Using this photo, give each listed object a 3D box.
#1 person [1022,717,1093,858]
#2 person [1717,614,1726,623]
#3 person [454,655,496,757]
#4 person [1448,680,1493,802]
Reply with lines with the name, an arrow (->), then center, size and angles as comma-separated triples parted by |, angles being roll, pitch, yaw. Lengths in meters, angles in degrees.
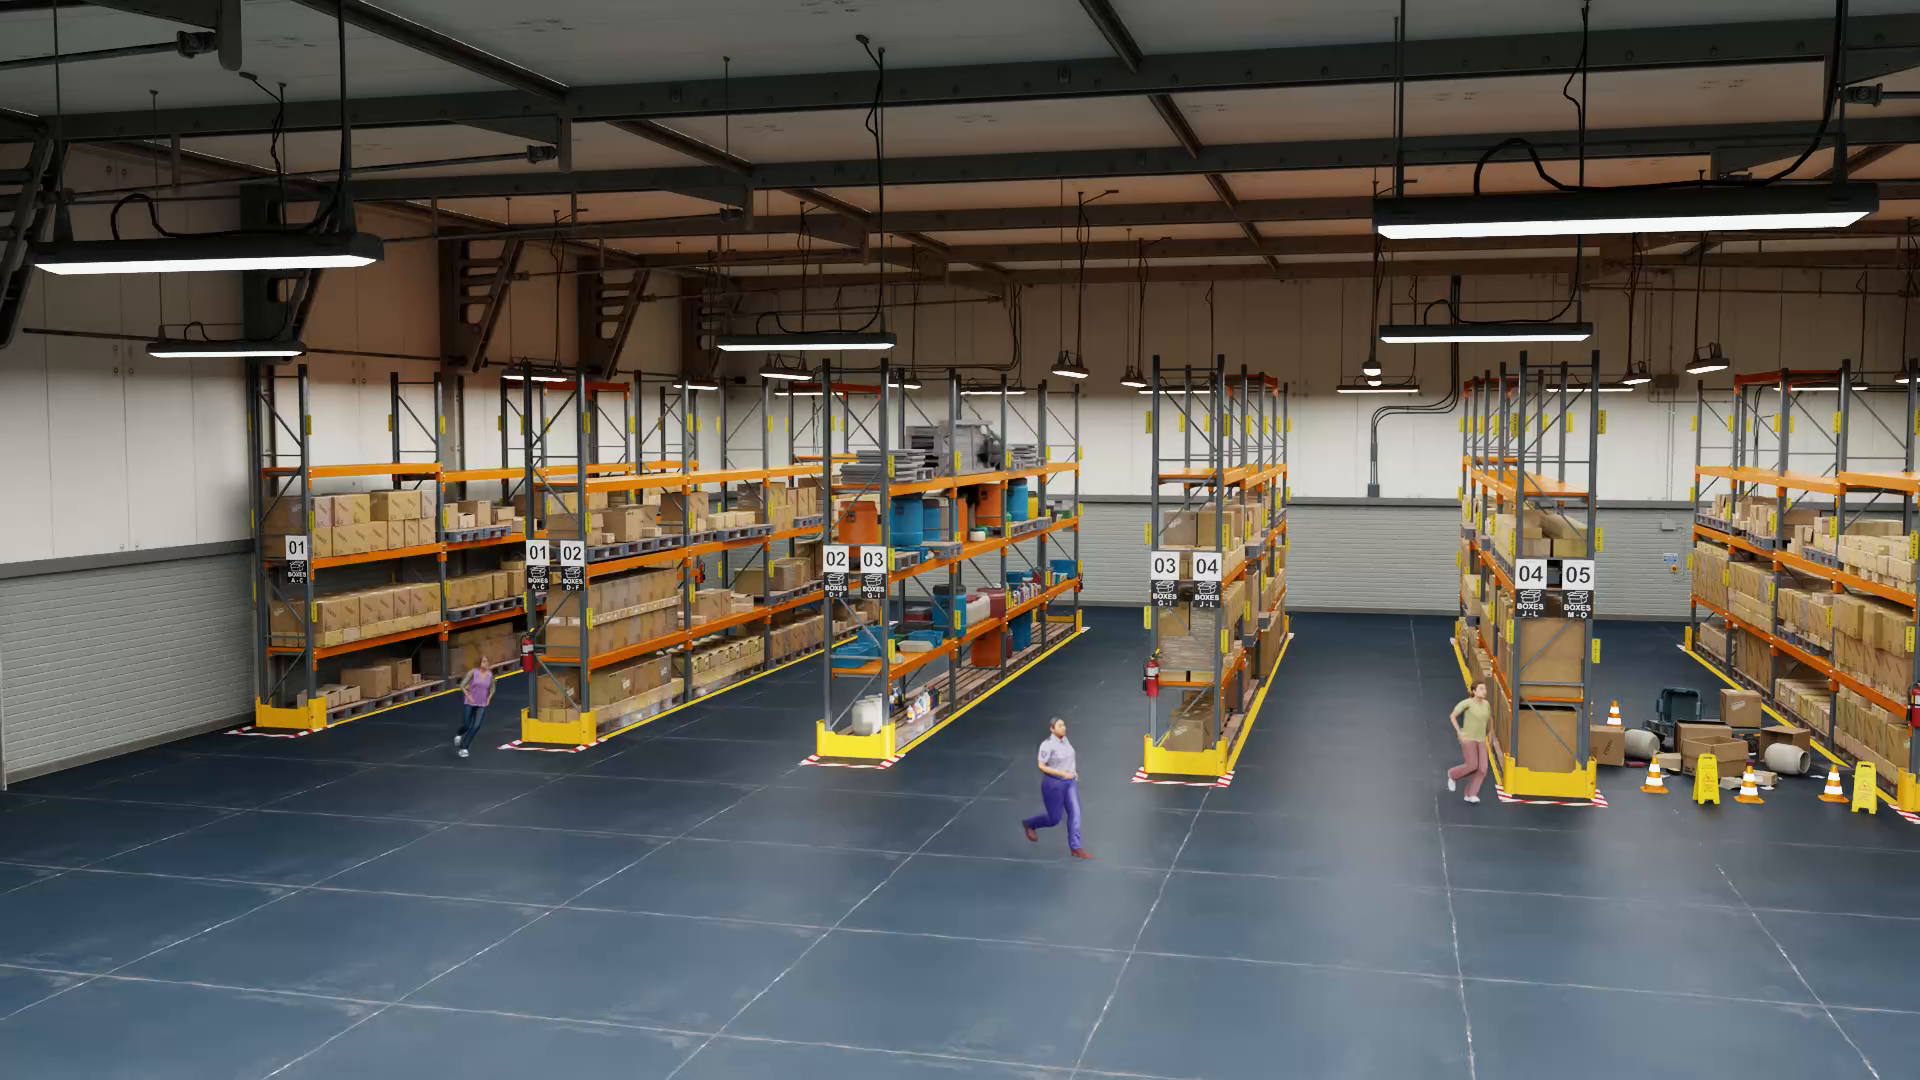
person -> 1.165, 2.858, 19.355 | 0.913, 1.614, 0.619 | 4, 5, 42
person -> 17.556, 1.542, 38.111 | 0.508, 1.651, 0.844 | 4, 5, 43
person -> -7.390, 2.500, 25.409 | 0.592, 1.518, 0.627 | -2, 5, -29
person -> 6.845, 2.666, 22.216 | 0.631, 1.624, 0.590 | -1, 4, -20
